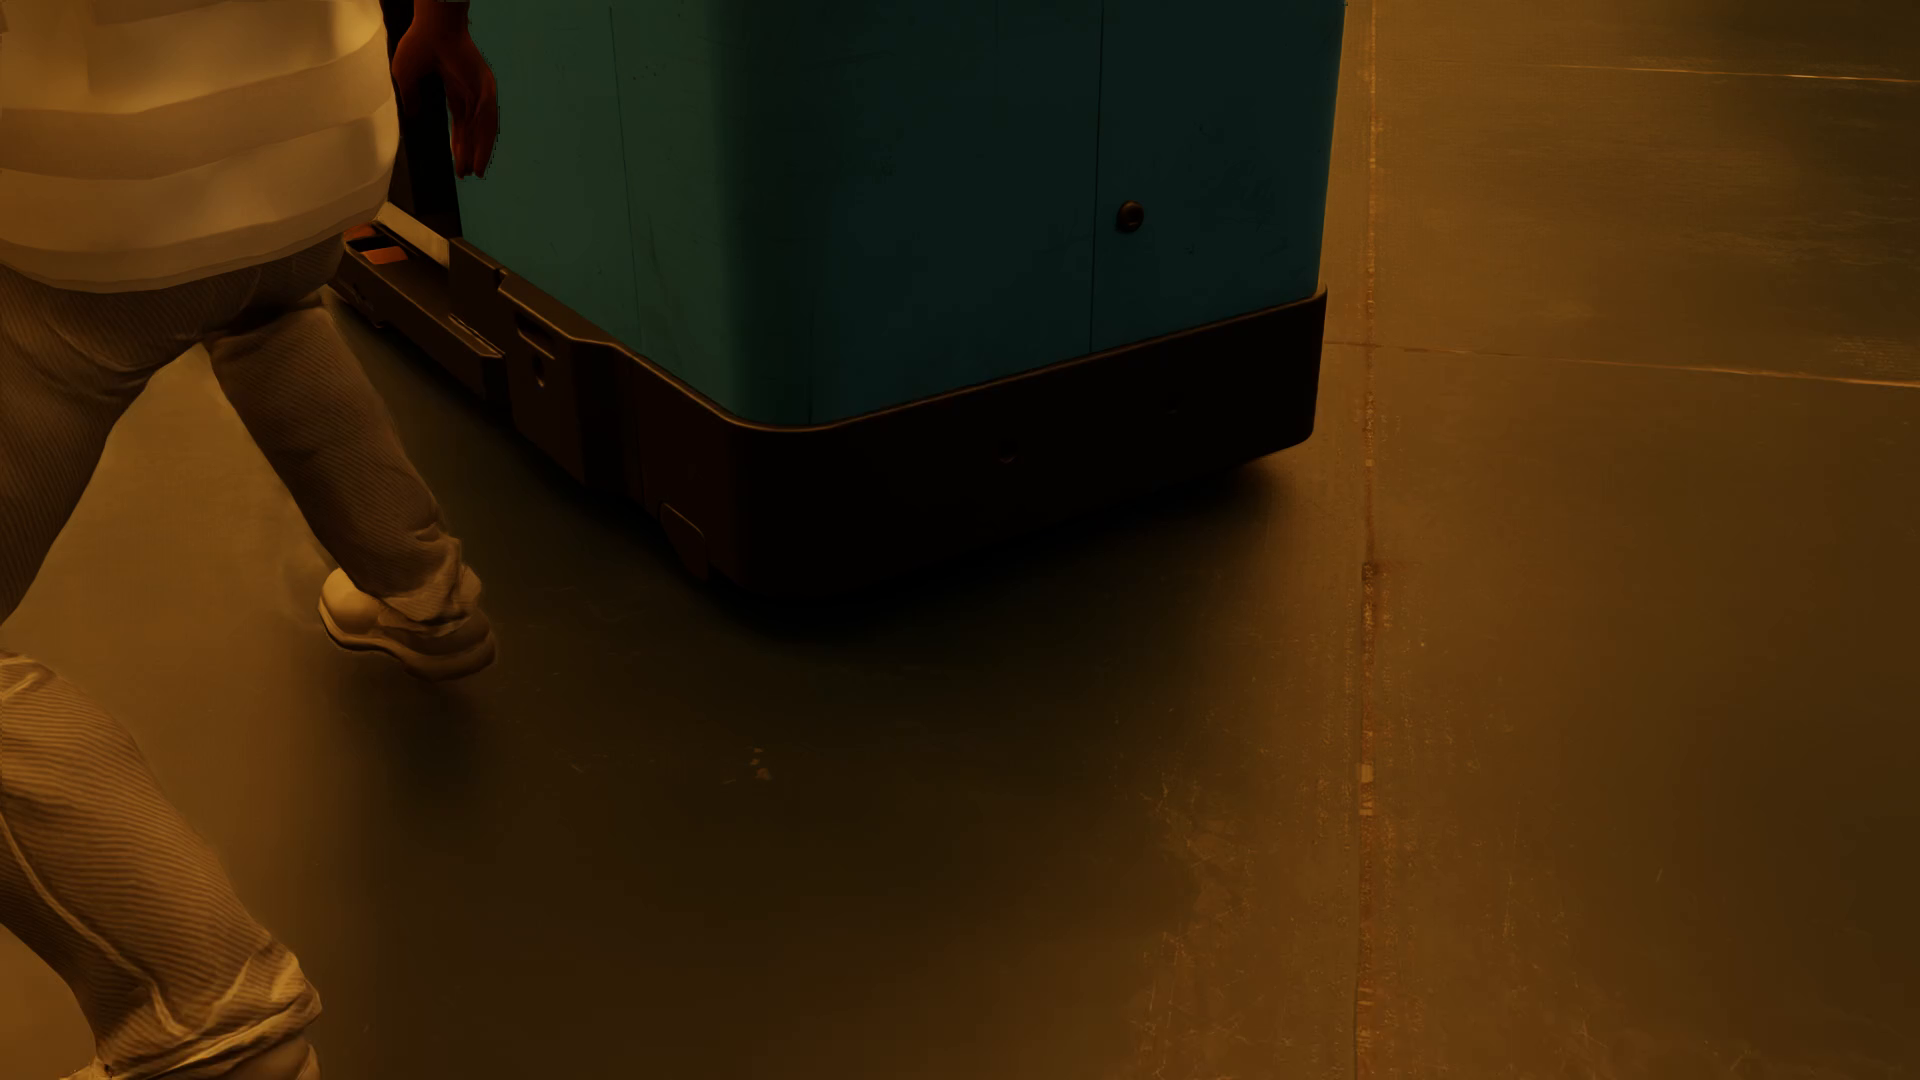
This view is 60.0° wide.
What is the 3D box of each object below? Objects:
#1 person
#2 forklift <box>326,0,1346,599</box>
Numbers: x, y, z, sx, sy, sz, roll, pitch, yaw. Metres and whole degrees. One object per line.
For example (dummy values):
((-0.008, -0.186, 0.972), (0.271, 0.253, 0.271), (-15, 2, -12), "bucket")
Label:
((-0.765, -0.351, 1.426), (0.679, 1.643, 1.018), (15, 31, 28), "person")
((-0.688, -1.840, 2.894), (1.130, 2.935, 3.031), (-18, 32, -31), "forklift")
